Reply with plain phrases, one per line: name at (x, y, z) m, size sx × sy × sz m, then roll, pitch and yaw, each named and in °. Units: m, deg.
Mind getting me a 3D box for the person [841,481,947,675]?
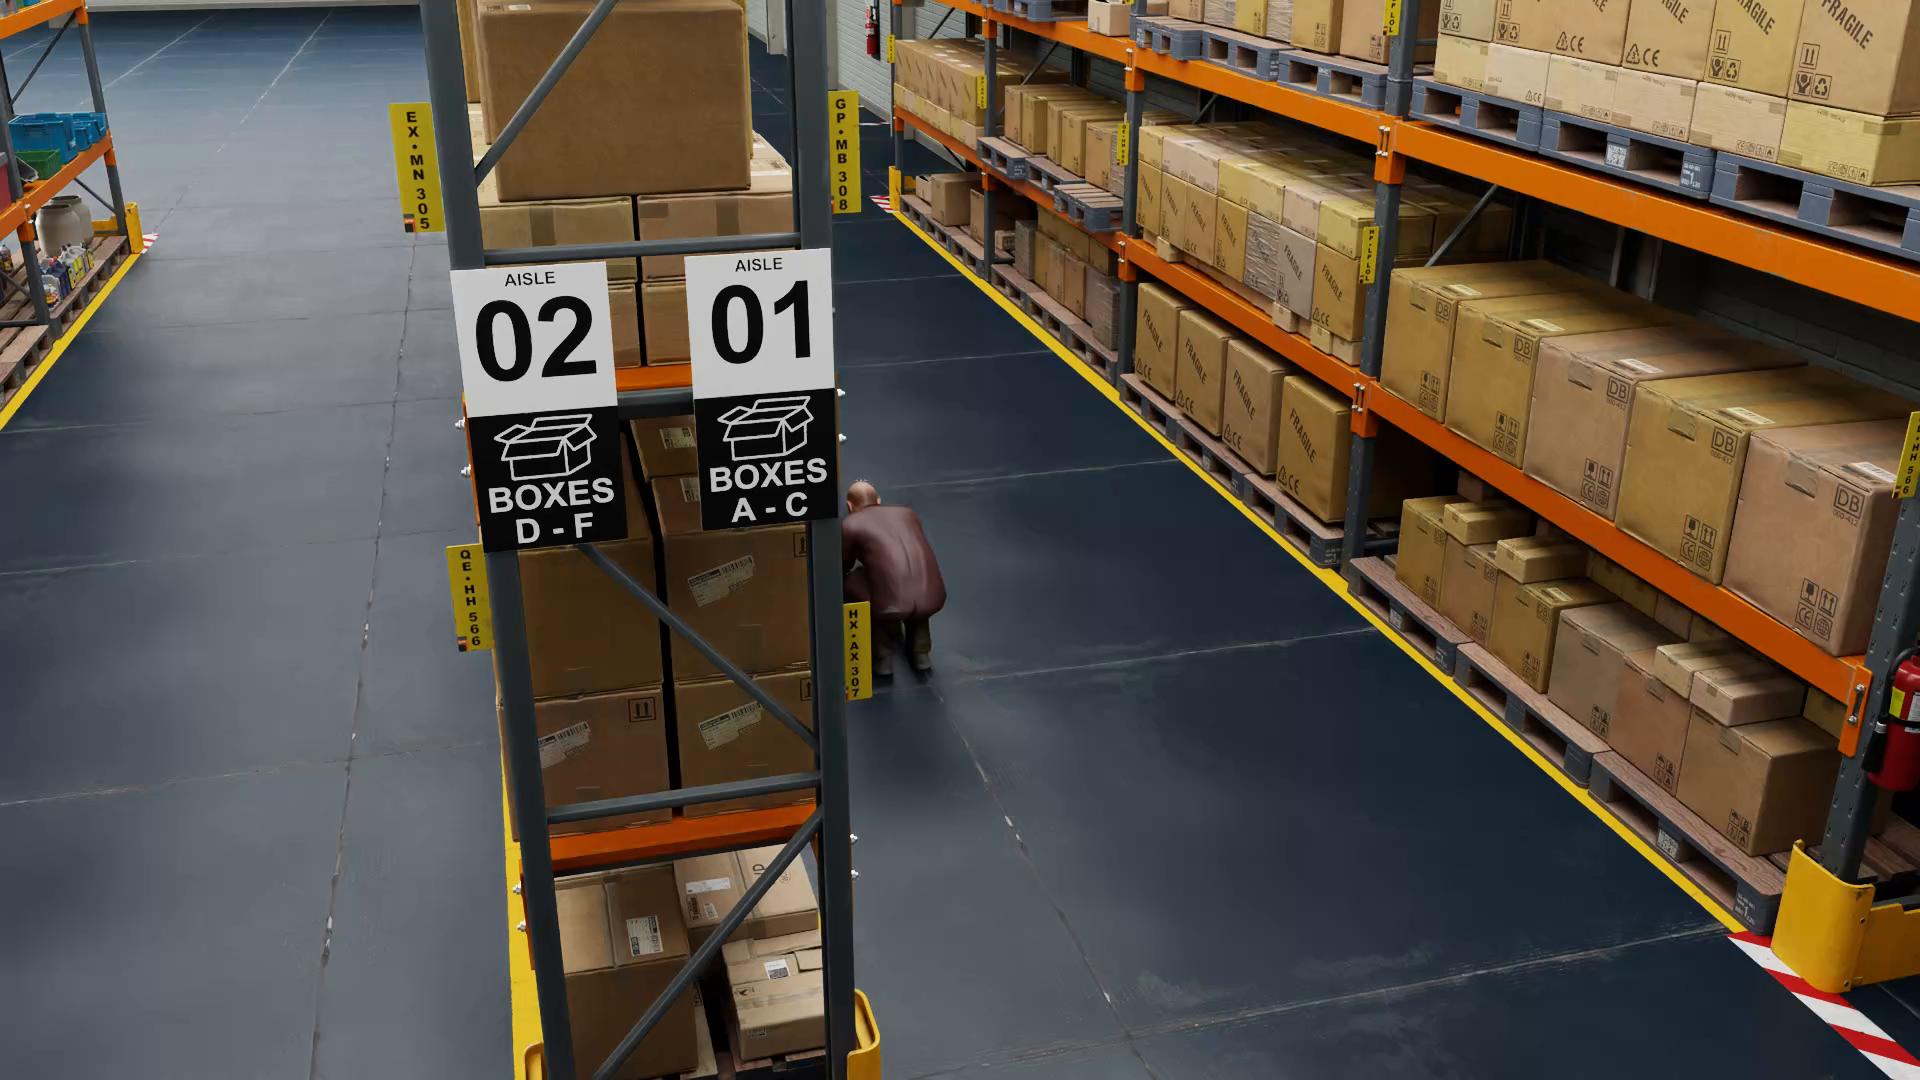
person at (-0.405, 0.249, 9.210) m, size 0.603 × 0.860 × 0.907 m, roll -7°, pitch 24°, yaw -17°
